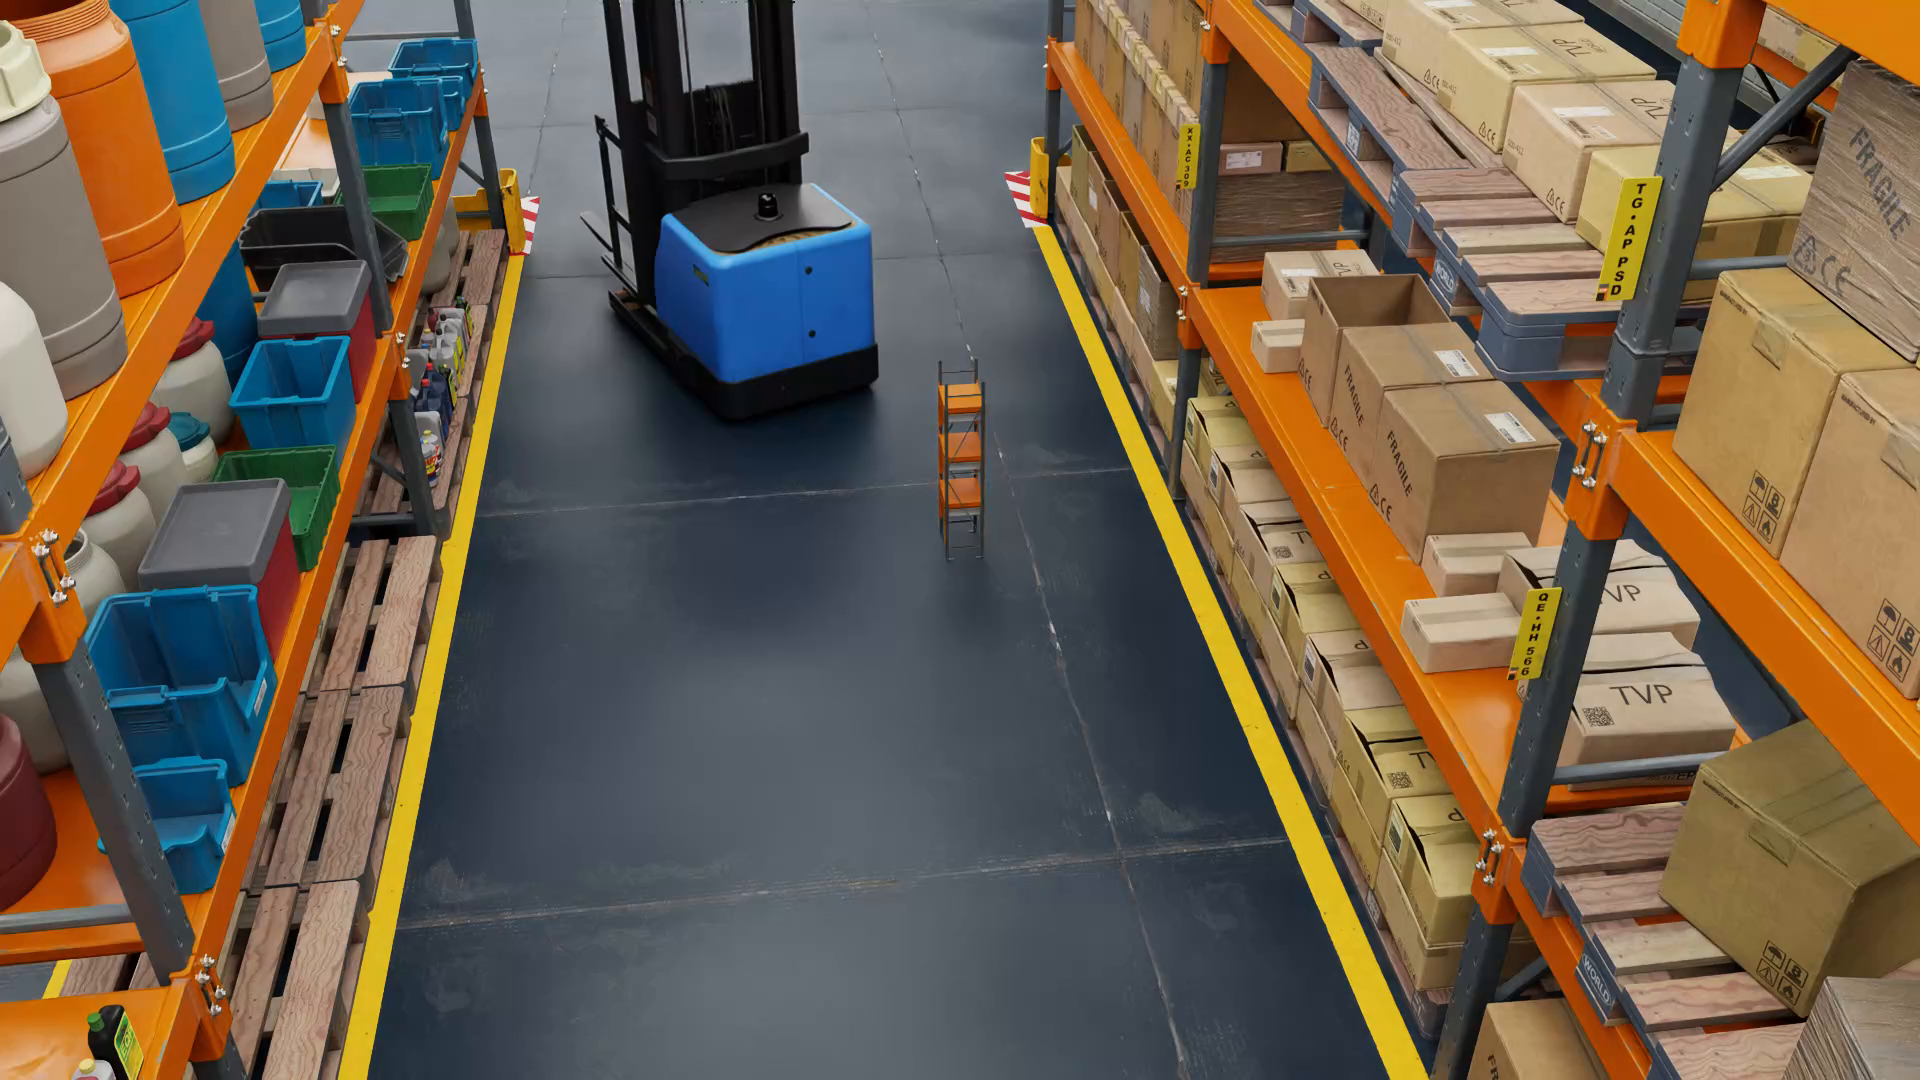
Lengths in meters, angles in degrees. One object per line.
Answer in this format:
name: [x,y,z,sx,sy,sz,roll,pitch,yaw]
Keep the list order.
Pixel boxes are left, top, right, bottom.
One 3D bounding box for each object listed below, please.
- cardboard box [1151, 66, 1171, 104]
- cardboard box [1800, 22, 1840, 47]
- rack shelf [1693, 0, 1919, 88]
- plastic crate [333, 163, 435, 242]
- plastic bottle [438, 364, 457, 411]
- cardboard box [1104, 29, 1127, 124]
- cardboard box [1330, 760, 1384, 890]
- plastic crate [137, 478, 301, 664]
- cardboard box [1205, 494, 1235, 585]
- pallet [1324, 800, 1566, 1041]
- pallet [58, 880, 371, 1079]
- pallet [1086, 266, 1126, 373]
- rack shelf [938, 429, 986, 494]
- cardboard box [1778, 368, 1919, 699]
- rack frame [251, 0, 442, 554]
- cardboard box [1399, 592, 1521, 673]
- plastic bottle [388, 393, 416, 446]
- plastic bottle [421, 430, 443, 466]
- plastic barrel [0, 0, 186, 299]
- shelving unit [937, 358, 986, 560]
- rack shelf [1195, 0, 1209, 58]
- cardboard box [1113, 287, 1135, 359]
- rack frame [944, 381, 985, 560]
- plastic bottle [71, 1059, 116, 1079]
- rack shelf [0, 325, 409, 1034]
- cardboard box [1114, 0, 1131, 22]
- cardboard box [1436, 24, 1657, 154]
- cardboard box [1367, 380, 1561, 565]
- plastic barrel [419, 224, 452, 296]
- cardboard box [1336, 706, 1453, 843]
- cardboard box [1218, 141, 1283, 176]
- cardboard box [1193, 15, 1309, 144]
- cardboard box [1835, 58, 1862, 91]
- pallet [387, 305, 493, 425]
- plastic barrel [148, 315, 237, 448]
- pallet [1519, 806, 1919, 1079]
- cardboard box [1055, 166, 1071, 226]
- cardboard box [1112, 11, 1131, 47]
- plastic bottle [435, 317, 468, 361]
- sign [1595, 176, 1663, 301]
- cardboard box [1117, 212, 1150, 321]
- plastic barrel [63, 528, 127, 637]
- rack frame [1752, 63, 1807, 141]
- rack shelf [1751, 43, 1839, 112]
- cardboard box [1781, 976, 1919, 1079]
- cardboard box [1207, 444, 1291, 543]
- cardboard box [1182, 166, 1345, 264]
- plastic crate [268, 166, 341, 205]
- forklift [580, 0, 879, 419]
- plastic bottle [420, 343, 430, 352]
cardboard box: [1.280,-2.537,9.274,0.380,0.149,0.250,-5,35,-7]
cardboard box: [5.920,-3.536,10.853,0.500,0.500,0.500,-5,35,-8]
rack shelf: [2.471,-0.193,2.165,1.077,0.370,4.000,-4,35,-6]
plastic crate: [-3.148,-1.843,9.107,0.450,0.188,0.662,-4,35,-6]
plastic bottle: [-2.949,-0.893,9.547,0.061,0.283,0.133,-3,34,-4]
cardboard box: [1.313,-2.966,10.479,0.700,0.500,0.500,-4,34,-6]
cardboard box: [1.817,1.108,6.658,0.500,0.250,0.500,-5,35,-7]
plastic crate: [-2.621,0.129,5.969,0.402,0.464,0.583,-4,35,-6]
cardboard box: [1.540,-0.033,8.332,0.500,0.250,0.500,-4,34,-5]
pallet: [2.130,1.398,6.640,1.003,0.211,1.213,-4,35,-6]
pallet: [-2.773,1.798,6.053,1.003,0.211,1.213,-4,35,-6]
pallet: [1.431,-1.502,10.894,1.003,0.211,1.213,-4,35,-6]
rack shelf: [0.007,-0.395,8.545,0.215,0.259,0.240,-4,35,-6]
cardboard box: [2.363,-0.048,3.533,0.910,0.500,0.500,-4,35,-6]
rack frame: [-3.245,-1.151,7.905,1.000,3.000,0.127,-4,35,-6]
cardboard box: [1.807,0.330,5.953,0.380,0.149,0.250,-4,35,-6]
plastic bottle: [-3.085,-0.710,9.218,0.144,0.351,0.185,-4,35,-6]
plastic bottle: [-2.881,-0.501,9.045,0.097,0.201,0.097,0,34,0]
plastic barrel: [-2.690,-1.176,4.896,0.600,0.830,0.708,-4,35,-6]
shelving unit: [0.007,-0.404,8.539,0.215,1.050,0.252,-4,35,-6]
rack shelf: [1.395,-3.583,9.448,1.077,0.370,4.000,-4,35,-6]
cardboard box: [1.246,-1.362,10.282,0.500,0.250,0.500,-4,35,-6]
rack frame: [0.024,-0.336,8.439,0.200,1.050,0.008,-4,35,-6]
plastic bottle: [-2.232,1.422,4.305,0.097,0.201,0.097,0,34,0]
rack shelf: [-2.976,0.262,6.470,1.077,0.370,4.000,-4,35,-6]
cardboard box: [1.328,-3.469,10.064,0.700,0.500,0.500,-4,35,-6]
cardboard box: [1.931,-1.504,5.518,0.500,0.250,0.500,-5,35,-7]
cardboard box: [1.960,-0.269,6.521,0.500,0.500,0.500,-6,35,-9]
plastic barrel: [-3.551,-1.888,10.822,0.421,0.512,0.421,0,34,0]
cardboard box: [1.811,0.875,6.501,0.500,0.311,0.500,-5,35,-7]
cardboard box: [1.415,-1.969,8.440,0.380,0.149,0.250,-4,35,-6]
cardboard box: [1.598,-2.349,8.421,0.700,0.500,0.500,-4,34,-6]
cardboard box: [5.998,-2.928,10.627,0.500,0.250,0.500,-4,34,-6]
pallet: [-3.461,-1.059,10.246,1.003,0.211,1.213,-4,35,-6]
plastic barrel: [-3.334,-0.657,7.059,0.433,0.535,0.433,0,34,0]
pallet: [2.363,1.160,4.684,1.213,0.211,1.003,-4,35,-6]
cardboard box: [0.978,-2.478,11.920,0.500,0.250,0.500,-4,35,-6]
cardboard box: [1.141,-3.112,10.117,0.380,0.149,0.250,-5,35,-7]
plastic bottle: [-3.076,-1.228,10.045,0.152,0.276,0.135,-5,35,-8]
sign: [1.651,-0.741,4.109,0.100,0.325,0.005,-4,35,-6]
cardboard box: [1.258,-1.673,10.072,0.500,0.500,0.500,-4,35,-6]
plastic barrel: [-3.114,0.241,5.761,0.421,0.512,0.421,0,34,0]
rack frame: [6.034,-4.134,12.281,1.000,3.000,0.127,-4,35,-6]
rack shelf: [6.303,-2.721,10.846,1.077,0.370,4.000,-4,35,-6]
cardboard box: [2.332,1.360,3.757,0.700,0.500,0.500,2,34,3]
cardboard box: [1.535,-0.264,8.174,0.500,0.311,0.500,-5,35,-7]
cardboard box: [1.598,-1.813,8.787,0.700,0.500,0.500,-5,35,-8]
plastic crate: [-3.714,-1.929,9.280,0.530,0.136,0.437,-4,35,-6]
forklift: [-1.675,-2.728,10.279,1.130,2.935,3.031,-18,38,-24]
plastic bottle: [-3.164,-1.072,9.882,0.097,0.201,0.097,0,34,0]
